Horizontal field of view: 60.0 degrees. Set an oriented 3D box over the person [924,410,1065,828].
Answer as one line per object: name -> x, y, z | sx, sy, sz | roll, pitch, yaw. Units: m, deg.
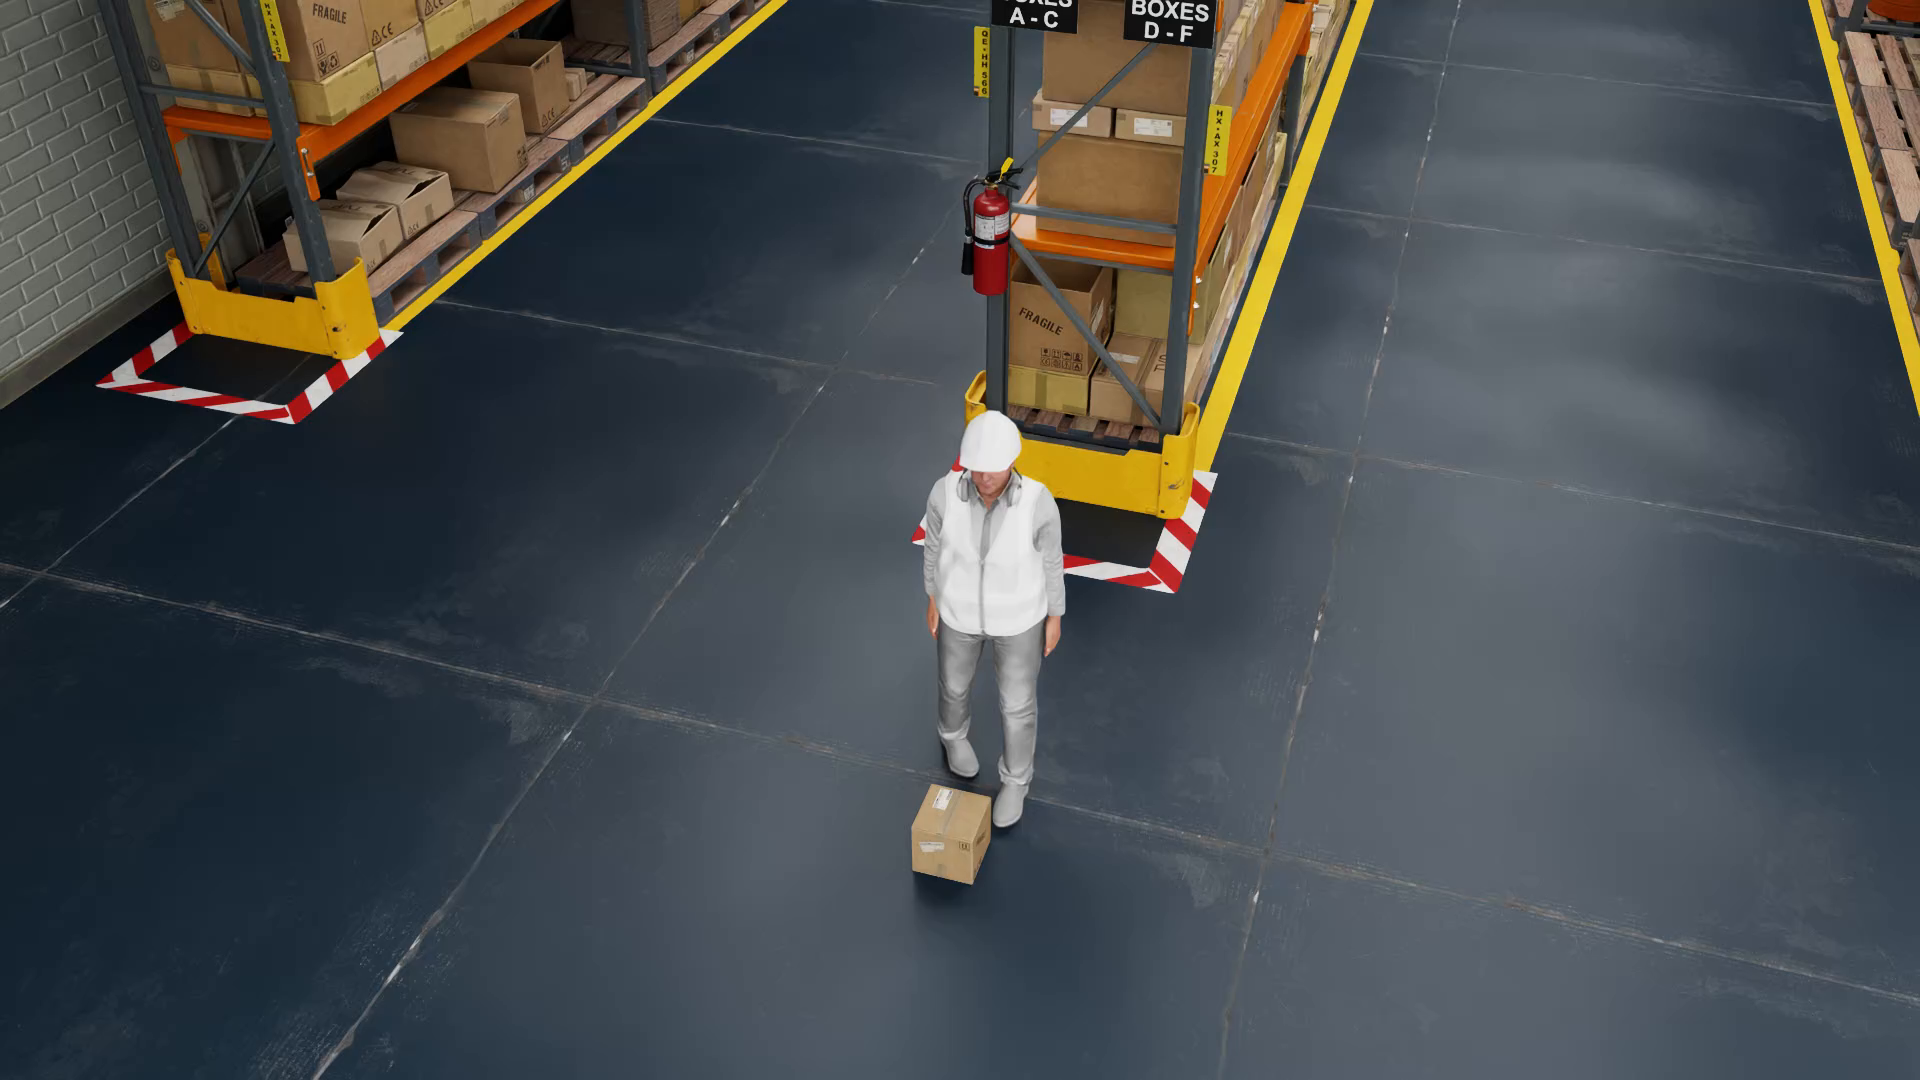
person -> 0.119, 0.307, 6.461 | 0.566, 1.784, 0.563 | 7, 37, 9
